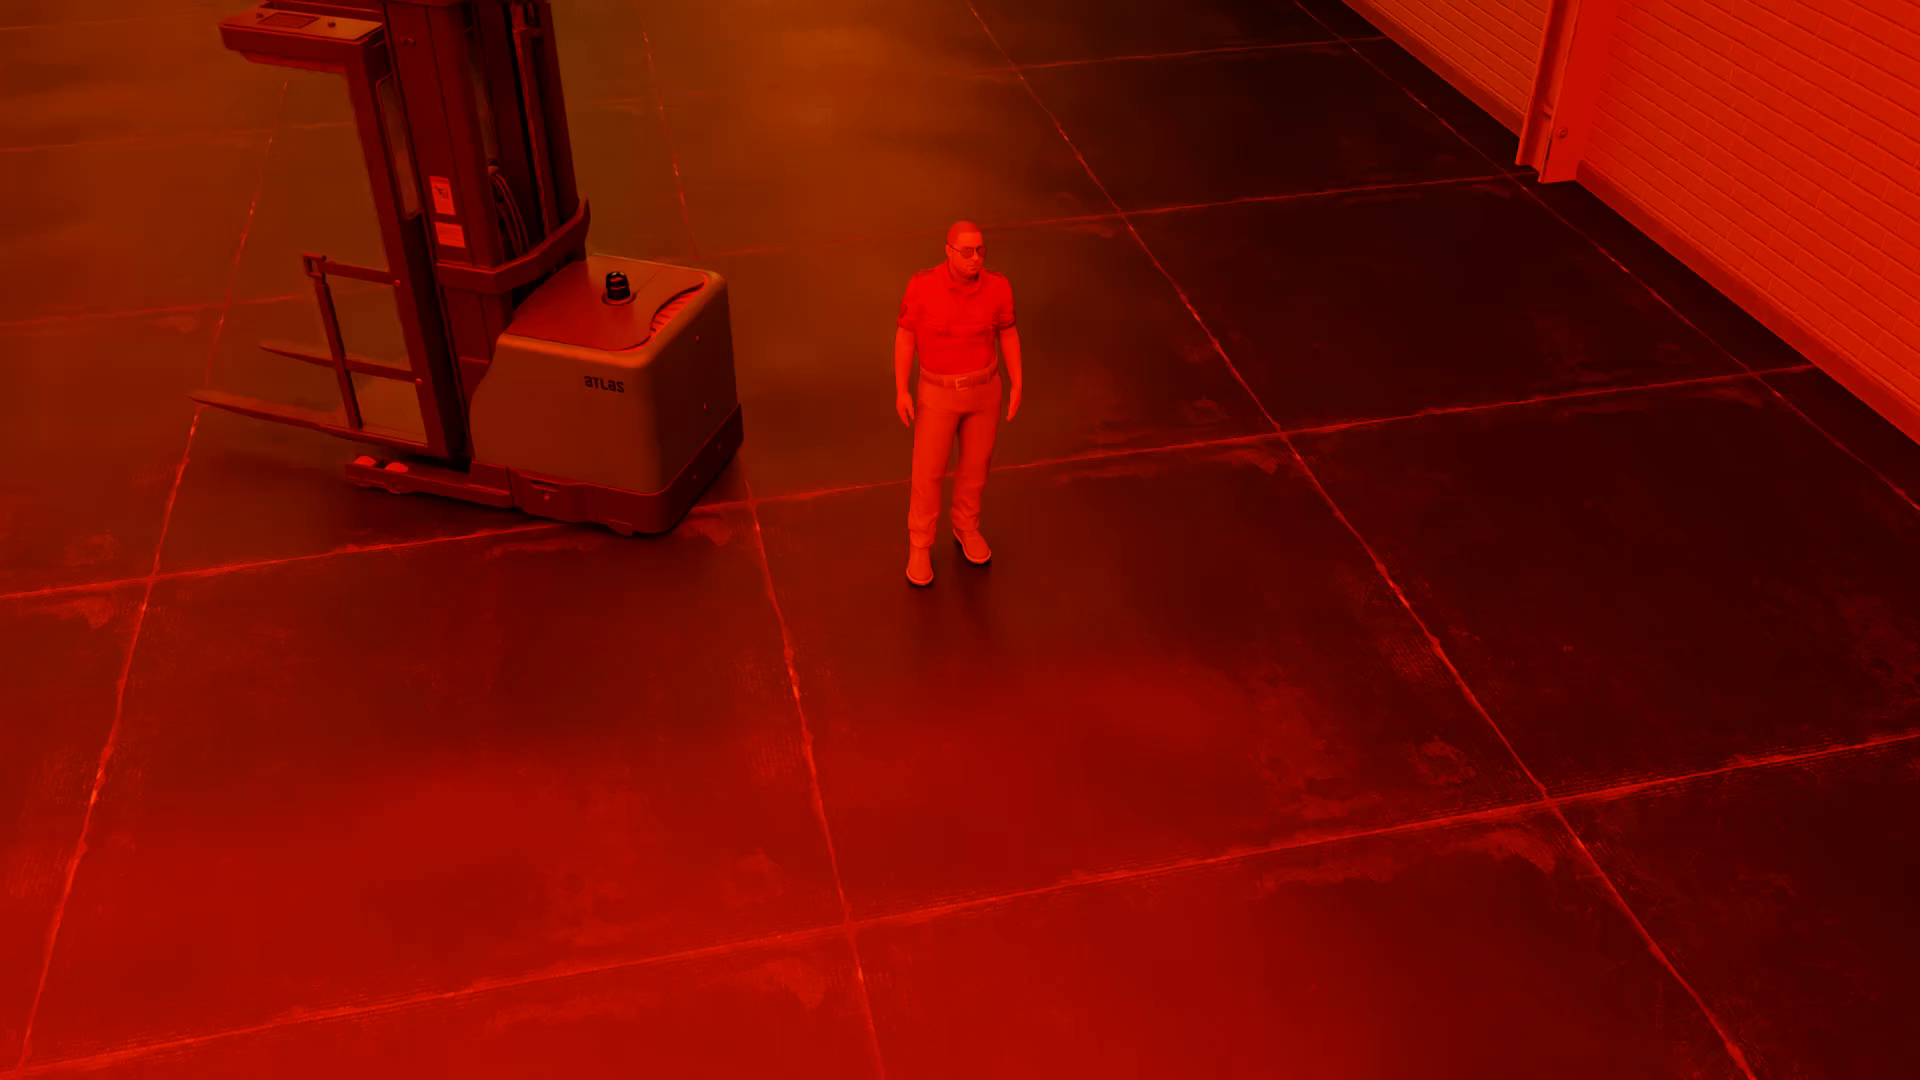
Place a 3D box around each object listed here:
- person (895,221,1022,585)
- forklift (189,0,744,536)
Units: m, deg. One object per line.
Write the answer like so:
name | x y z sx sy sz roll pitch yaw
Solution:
person | 0.009 -0.656 7.976 0.641 1.728 0.550 -8 36 -11
forklift | -2.773 -1.717 8.436 3.031 2.935 1.130 11 37 15
